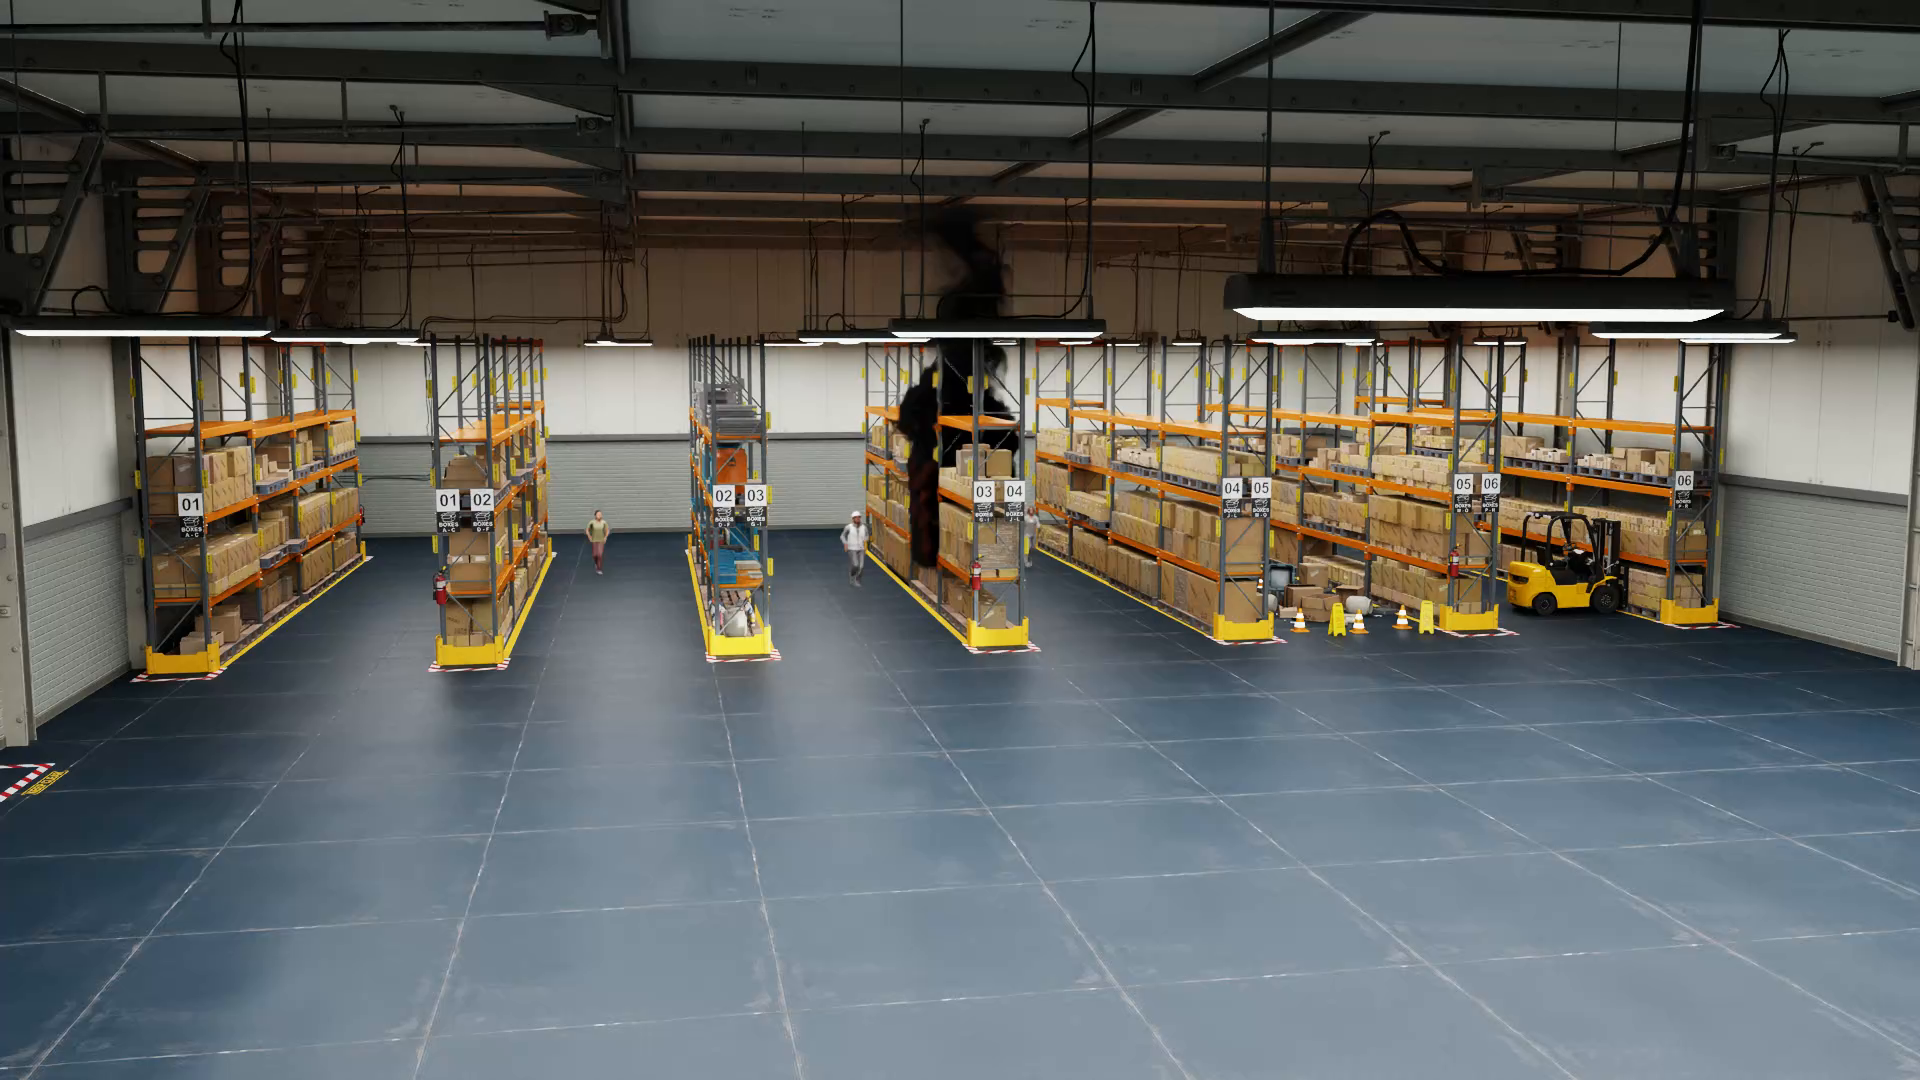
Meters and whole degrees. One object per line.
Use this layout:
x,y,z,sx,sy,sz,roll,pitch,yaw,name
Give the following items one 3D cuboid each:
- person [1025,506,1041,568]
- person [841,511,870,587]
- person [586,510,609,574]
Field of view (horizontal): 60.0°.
1.853,-0.076,43.712,0.505,1.625,0.691,-1,7,-13,person
-2.353,0.222,37.993,0.650,1.750,0.557,-2,7,-20,person
-9.247,0.052,42.514,0.581,1.637,0.540,-2,7,-18,person
